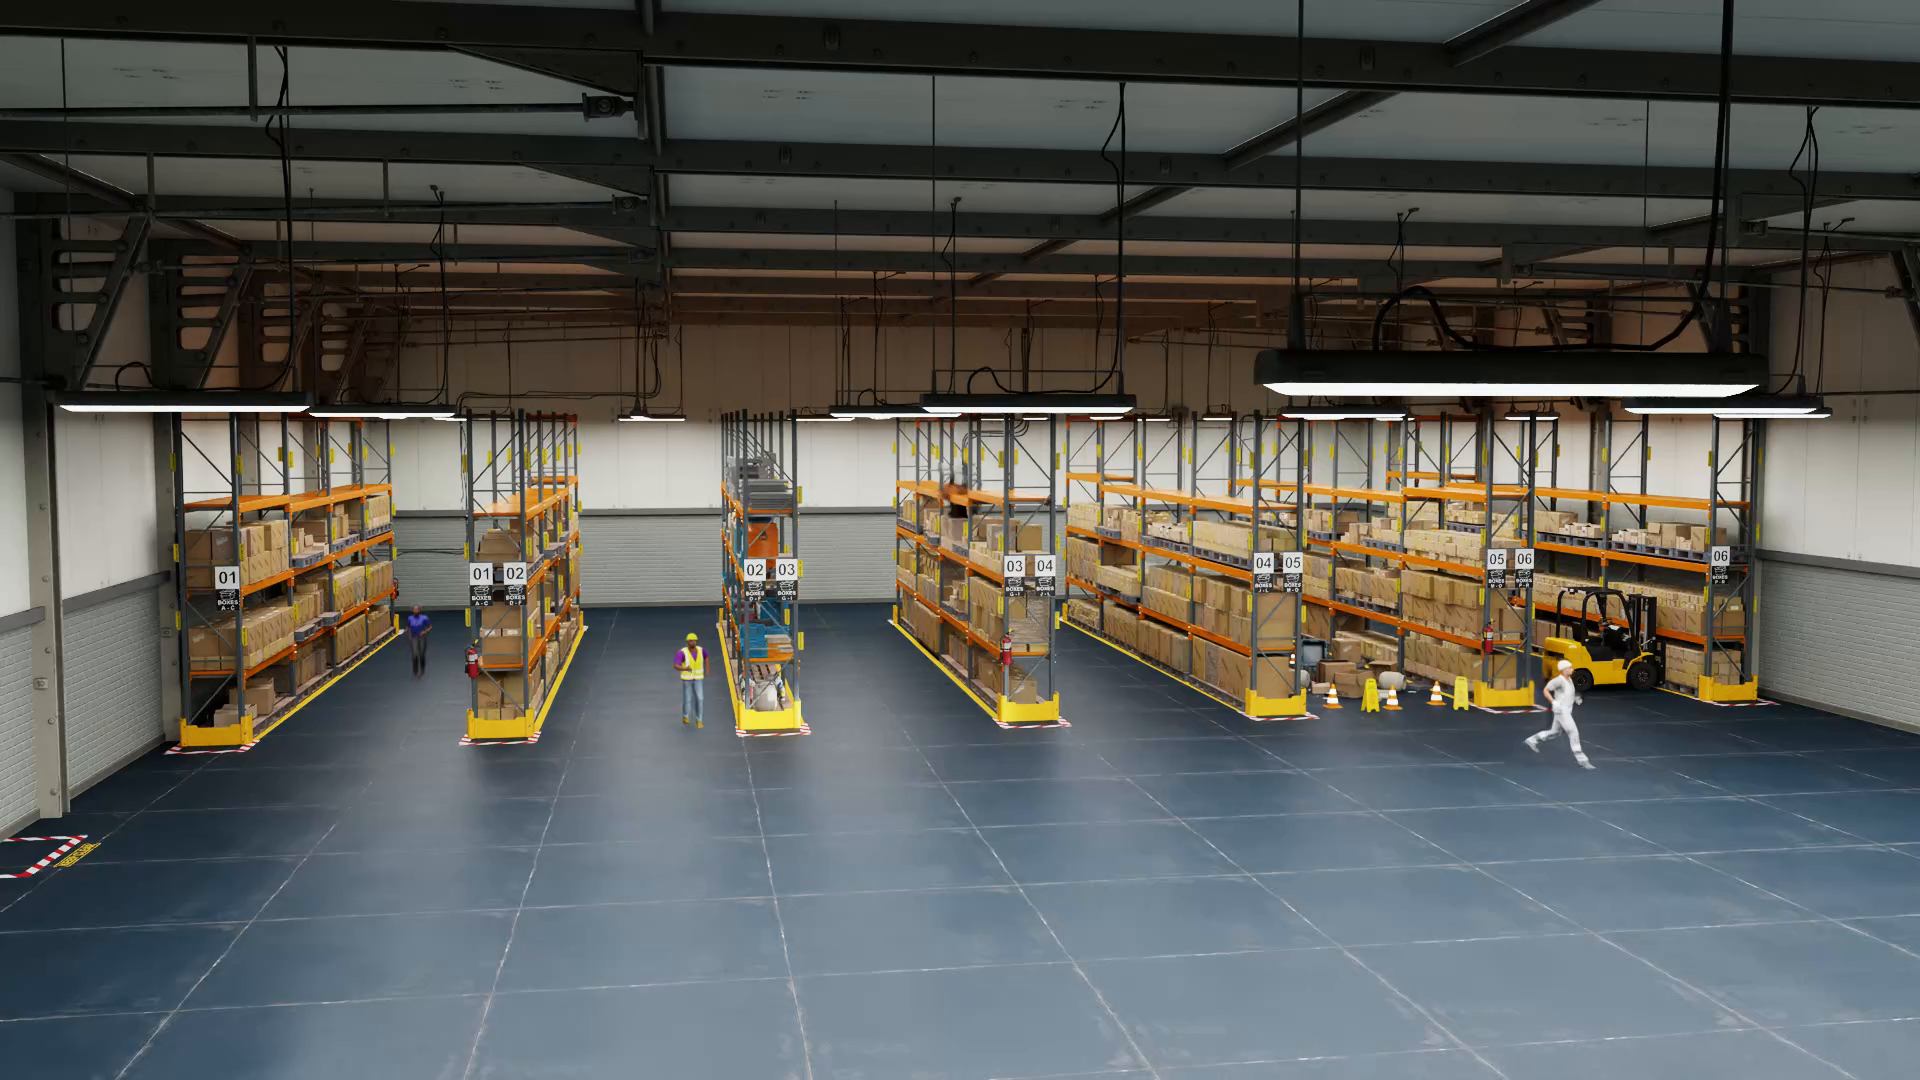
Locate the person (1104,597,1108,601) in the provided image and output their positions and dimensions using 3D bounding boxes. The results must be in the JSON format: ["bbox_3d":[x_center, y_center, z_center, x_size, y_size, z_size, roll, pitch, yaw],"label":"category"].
[{"bbox_3d":[4.300,1.340,50.294,0.763,1.812,0.689,-2,5,-31],"label":"person"}]

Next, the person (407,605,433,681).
[{"bbox_3d":[-12.167,2.327,37.466,0.575,1.610,0.812,-1,4,-12],"label":"person"}]

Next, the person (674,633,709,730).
[{"bbox_3d":[-5.044,2.671,31.349,0.716,1.850,0.756,-2,4,-23],"label":"person"}]

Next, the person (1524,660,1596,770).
[{"bbox_3d":[10.069,2.892,27.853,1.172,1.790,0.623,2,5,29],"label":"person"}]
